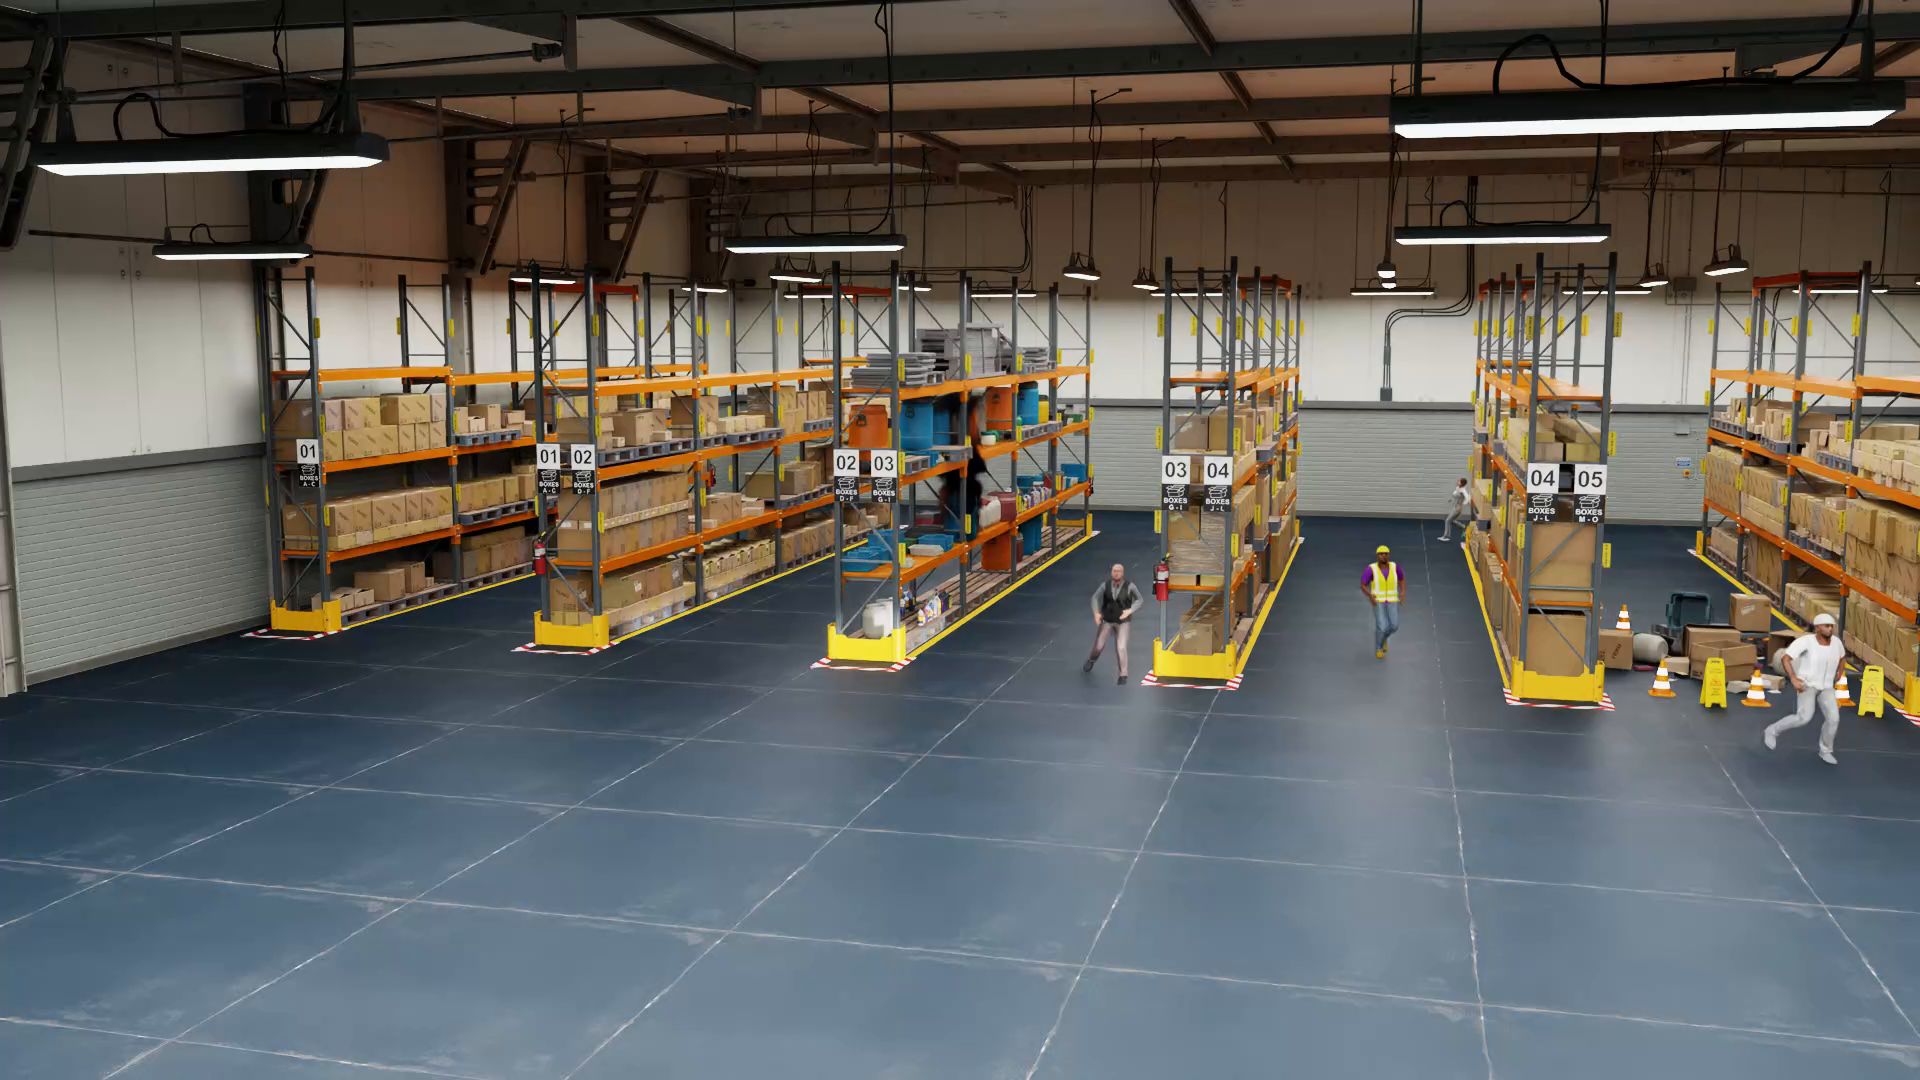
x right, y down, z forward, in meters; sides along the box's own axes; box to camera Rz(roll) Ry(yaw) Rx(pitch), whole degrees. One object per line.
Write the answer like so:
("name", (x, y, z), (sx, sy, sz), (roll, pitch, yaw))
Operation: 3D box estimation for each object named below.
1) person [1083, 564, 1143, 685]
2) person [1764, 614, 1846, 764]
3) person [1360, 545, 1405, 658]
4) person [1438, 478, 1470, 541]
("person", (2.177, 1.192, 23.720), (0.864, 1.721, 0.646), (1, 7, 9))
("person", (9.957, 1.718, 19.426), (0.887, 1.760, 0.663), (-2, 7, -13))
("person", (6.467, 0.942, 25.353), (0.706, 1.725, 0.526), (0, 7, -2))
("person", (11.652, -0.717, 39.064), (0.740, 1.521, 0.613), (1, 7, 6))
